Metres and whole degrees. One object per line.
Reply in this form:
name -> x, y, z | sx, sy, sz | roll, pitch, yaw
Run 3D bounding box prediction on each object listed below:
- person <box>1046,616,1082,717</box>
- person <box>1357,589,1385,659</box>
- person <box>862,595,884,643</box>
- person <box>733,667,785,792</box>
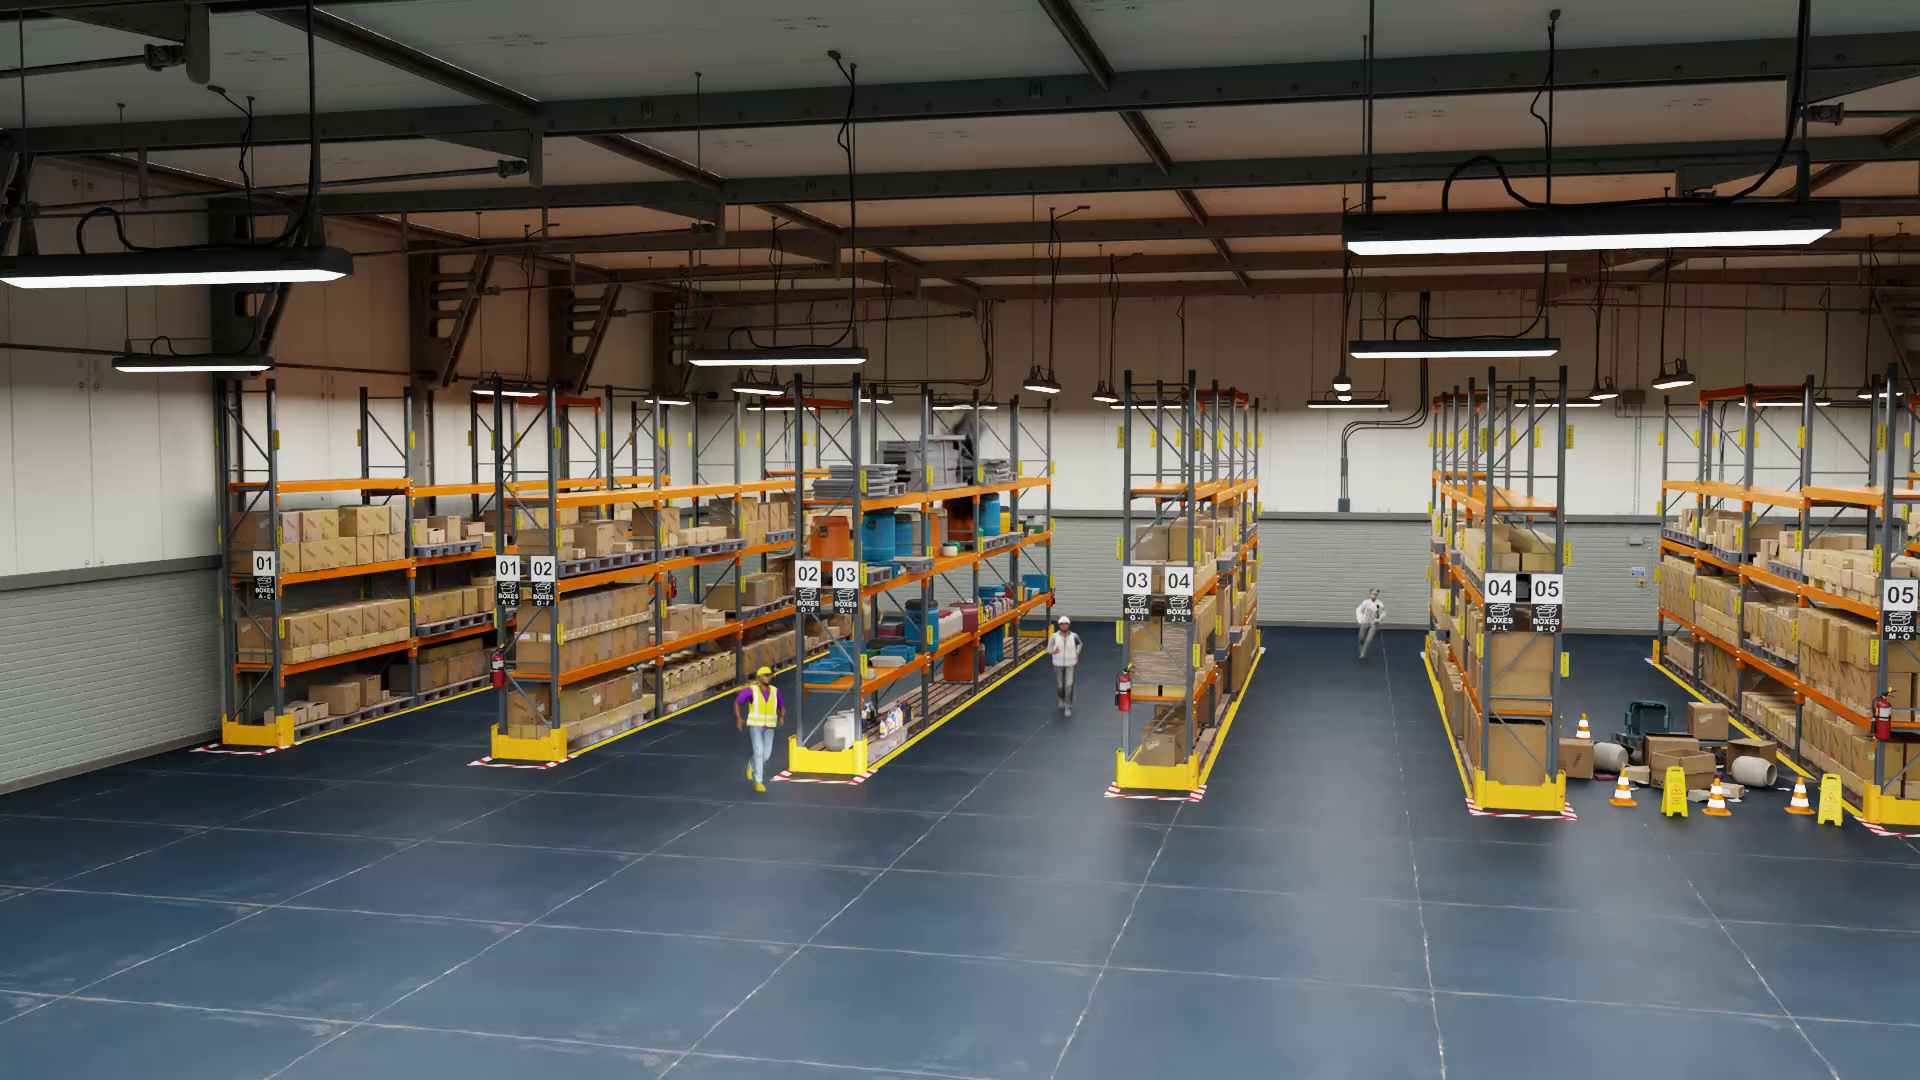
person -> 1.899, 2.275, 30.291 | 0.657, 1.777, 0.949 | 0, 3, 4
person -> 9.440, 1.914, 38.212 | 0.642, 1.602, 0.549 | 1, 4, 17
person -> -1.982, 1.973, 36.928 | 0.569, 1.637, 0.801 | 0, 3, 1
person -> -2.853, 2.707, 24.002 | 0.753, 1.741, 0.750 | -2, 4, -28
